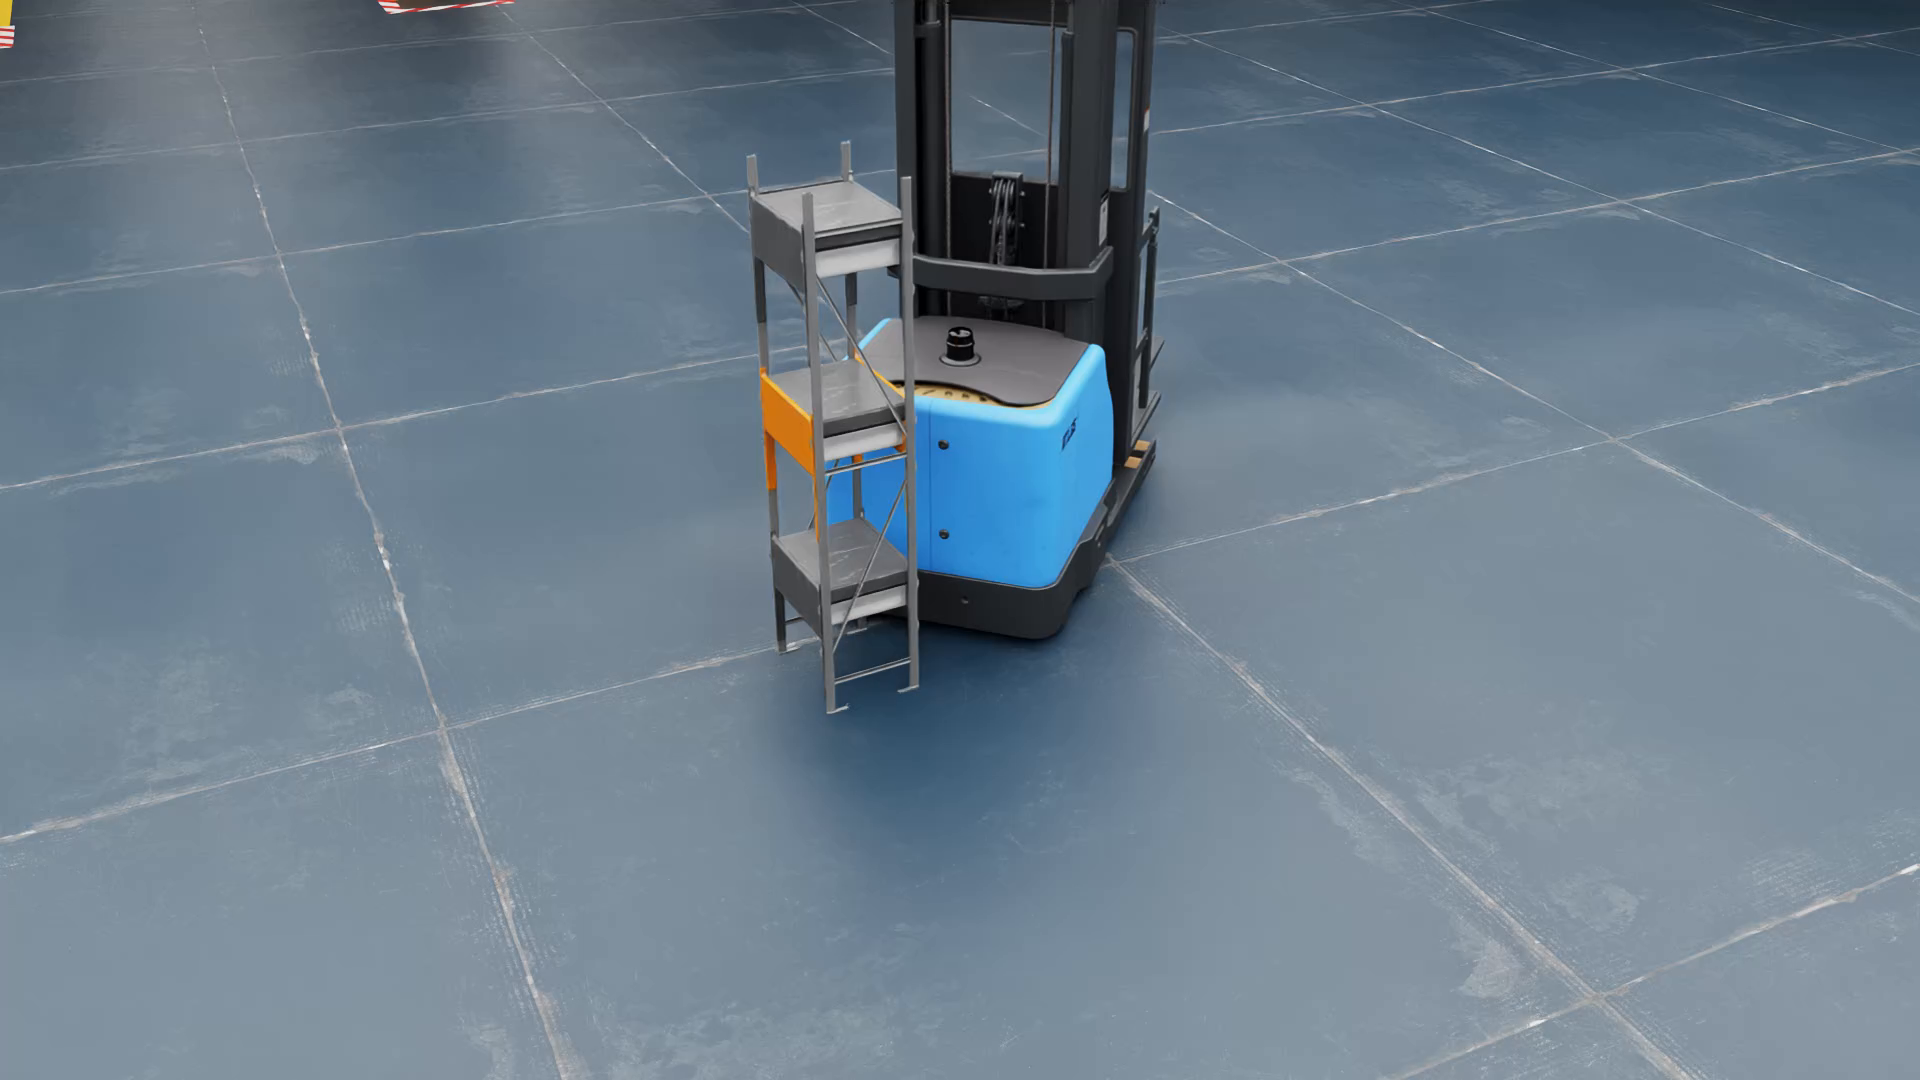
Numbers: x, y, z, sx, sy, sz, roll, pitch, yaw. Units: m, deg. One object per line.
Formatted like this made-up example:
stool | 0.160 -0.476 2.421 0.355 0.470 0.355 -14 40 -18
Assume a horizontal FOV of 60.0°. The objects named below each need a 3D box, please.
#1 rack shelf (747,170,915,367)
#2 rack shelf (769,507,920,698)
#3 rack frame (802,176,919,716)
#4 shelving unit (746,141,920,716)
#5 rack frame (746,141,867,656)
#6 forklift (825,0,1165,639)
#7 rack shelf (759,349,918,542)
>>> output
rack shelf | -0.460 -0.979 5.945 0.431 0.518 0.480 -15 33 -24
rack shelf | -0.460 0.243 6.630 0.431 0.518 0.480 -15 33 -24
rack frame | -0.344 -0.275 6.093 0.400 2.100 0.015 -15 33 -24
shelving unit | -0.460 -0.380 6.281 0.431 2.100 0.503 -15 33 -24
rack frame | -0.576 -0.485 6.468 0.400 2.100 0.015 -15 33 -24
forklift | 0.350 -1.575 7.562 1.130 2.935 3.031 9 31 16
rack shelf | -0.460 -0.368 6.287 0.431 0.518 0.480 -15 33 -24
